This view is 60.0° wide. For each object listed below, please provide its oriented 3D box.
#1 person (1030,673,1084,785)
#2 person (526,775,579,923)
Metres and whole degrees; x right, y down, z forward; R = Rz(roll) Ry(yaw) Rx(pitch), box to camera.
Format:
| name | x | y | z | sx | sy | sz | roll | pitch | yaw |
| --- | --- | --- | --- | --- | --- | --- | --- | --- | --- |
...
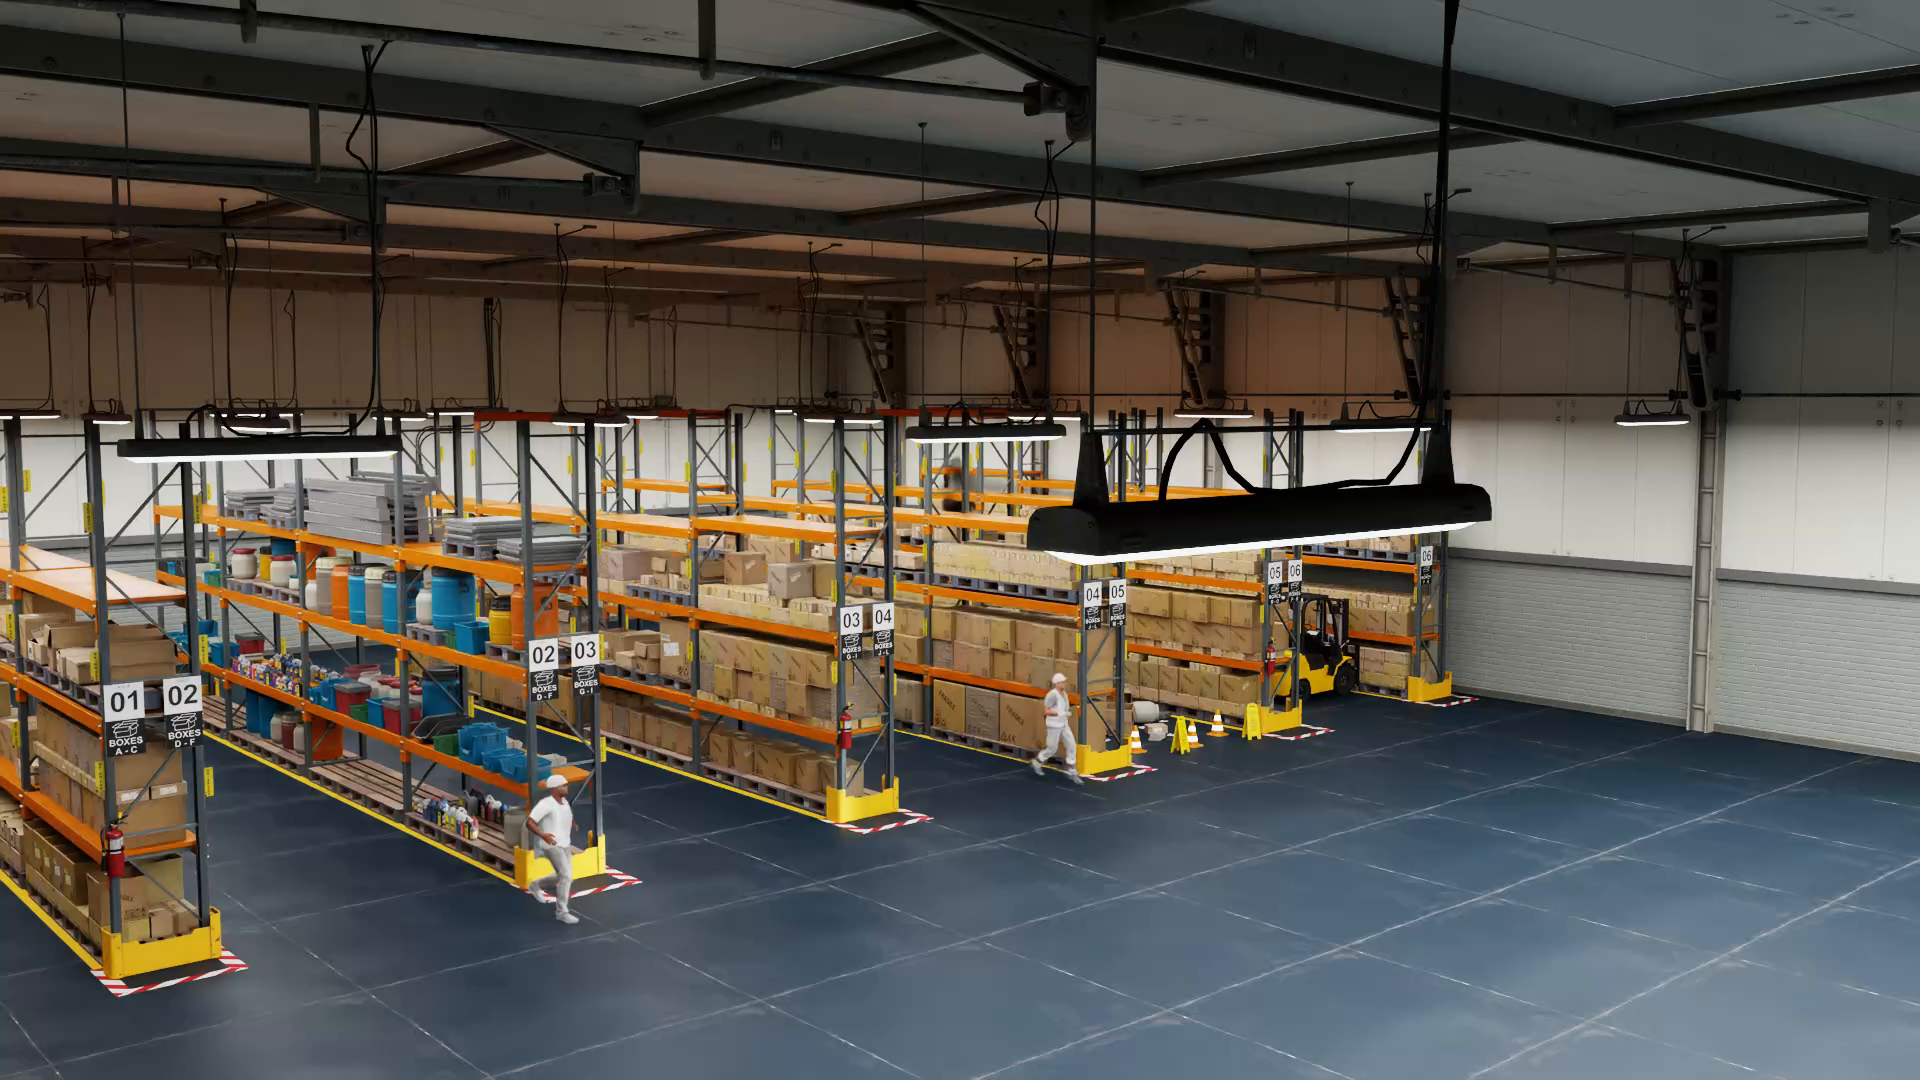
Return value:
| name | x | y | z | sx | sy | sz | roll | pitch | yaw |
| --- | --- | --- | --- | --- | --- | --- | --- | --- | --- |
| person | 1.570 | 3.059 | 27.128 | 0.963 | 1.799 | 0.688 | 4 | 6 | 37 |
| person | -4.923 | 3.715 | 20.254 | 0.837 | 1.726 | 0.732 | 1 | 5 | 14 |
